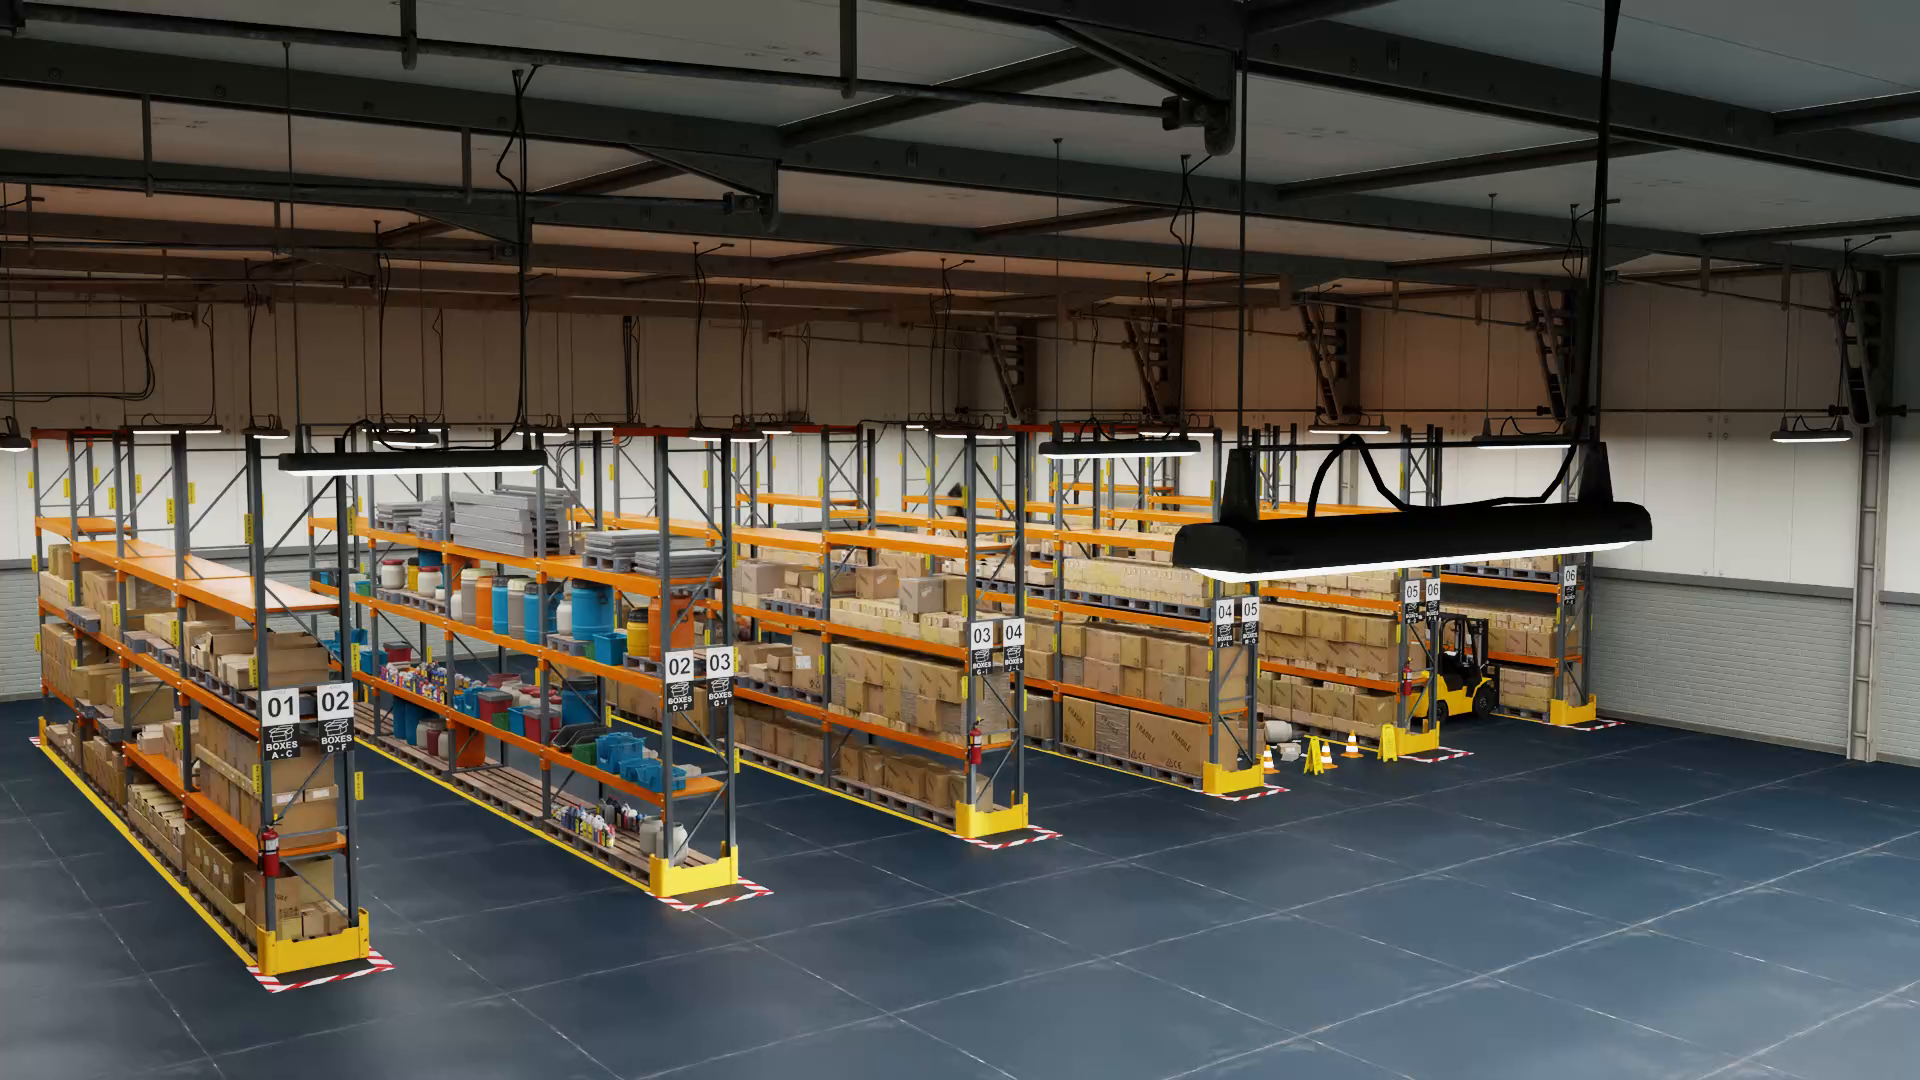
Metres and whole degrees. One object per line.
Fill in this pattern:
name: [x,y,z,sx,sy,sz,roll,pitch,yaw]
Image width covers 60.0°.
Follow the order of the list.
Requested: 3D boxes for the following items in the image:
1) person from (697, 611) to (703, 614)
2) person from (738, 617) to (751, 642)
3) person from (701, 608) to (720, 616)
person: [-6.174,2.451,39.217,0.605,1.568,0.834,-1,5,-15]
person: [-4.915,2.571,37.441,0.745,1.730,1.096,-4,6,-41]
person: [-6.187,2.294,40.889,0.698,1.669,0.551,1,5,10]
